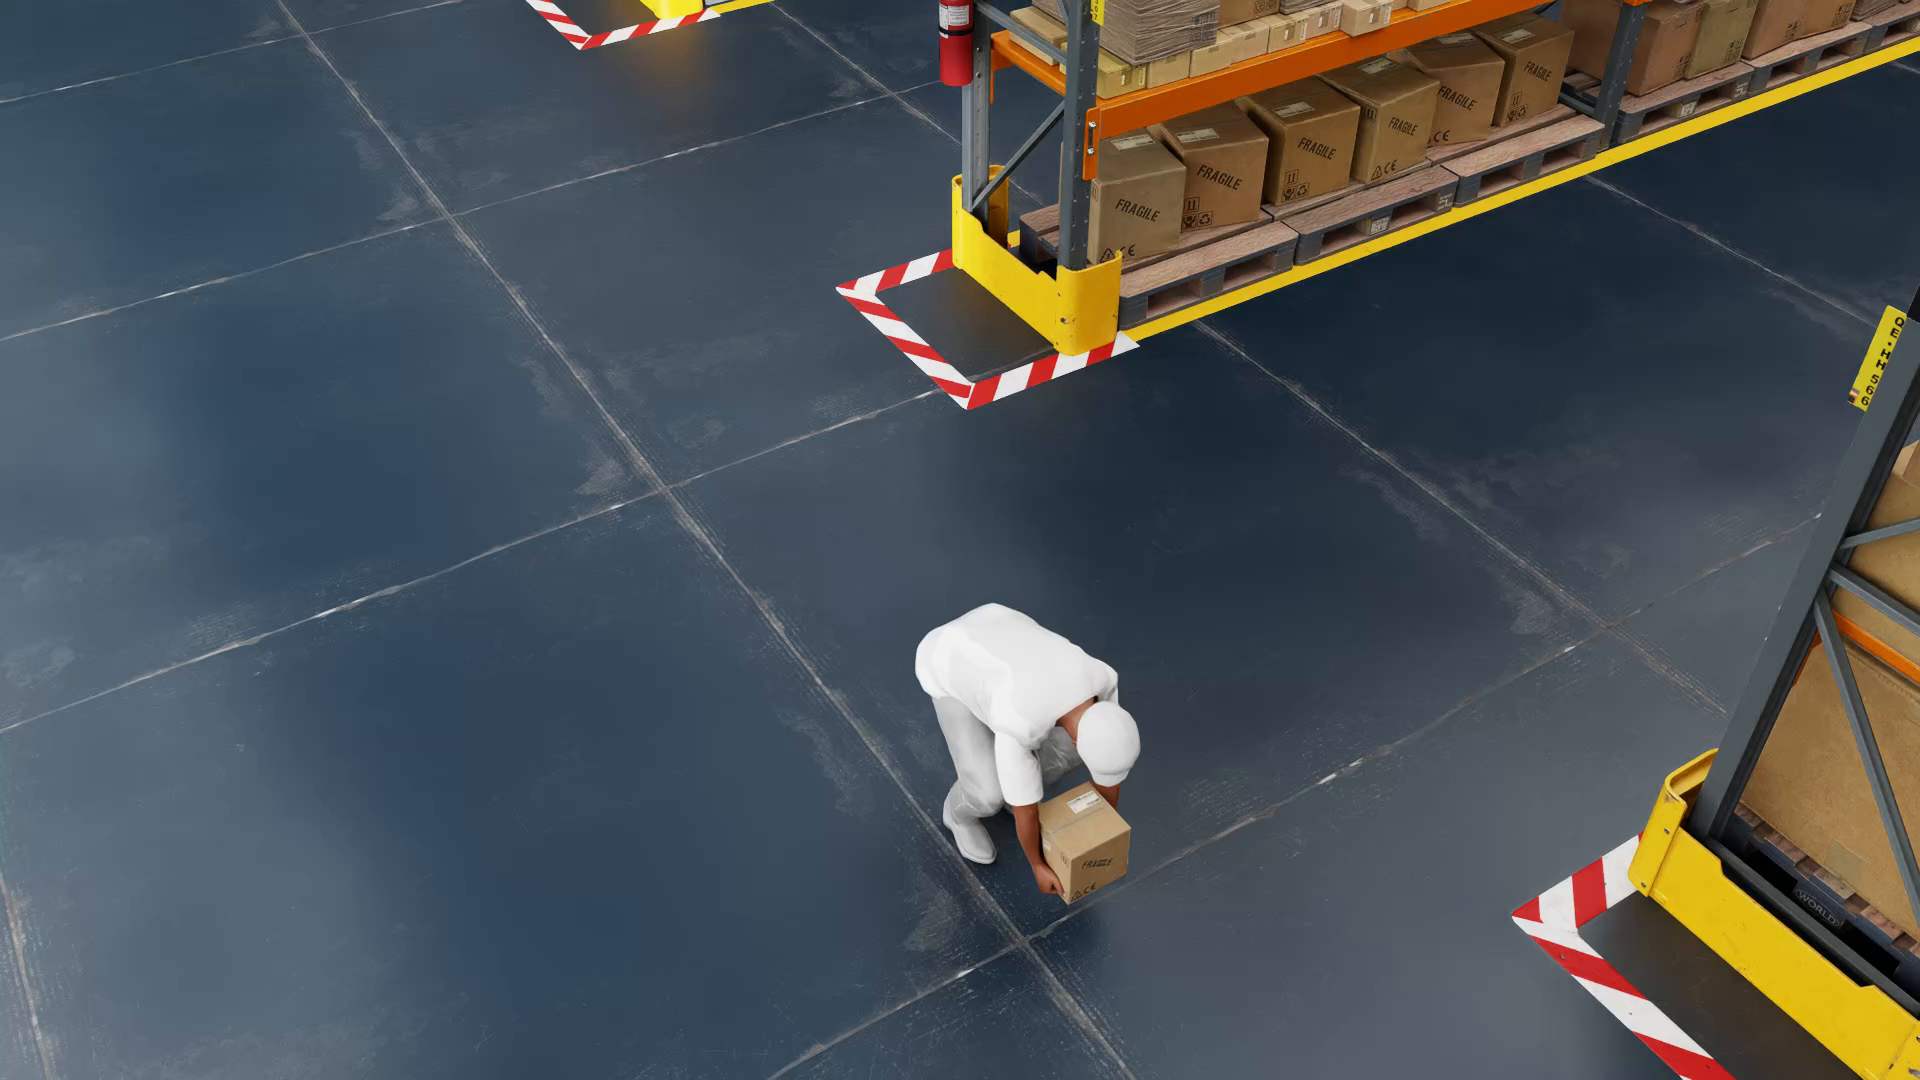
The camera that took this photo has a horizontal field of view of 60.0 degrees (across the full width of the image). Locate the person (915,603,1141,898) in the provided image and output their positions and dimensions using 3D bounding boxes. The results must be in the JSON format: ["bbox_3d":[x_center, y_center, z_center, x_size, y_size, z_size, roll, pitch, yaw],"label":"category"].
[{"bbox_3d":[0.254,0.752,5.808,0.518,1.054,0.966,-25,46,-26],"label":"person"}]
